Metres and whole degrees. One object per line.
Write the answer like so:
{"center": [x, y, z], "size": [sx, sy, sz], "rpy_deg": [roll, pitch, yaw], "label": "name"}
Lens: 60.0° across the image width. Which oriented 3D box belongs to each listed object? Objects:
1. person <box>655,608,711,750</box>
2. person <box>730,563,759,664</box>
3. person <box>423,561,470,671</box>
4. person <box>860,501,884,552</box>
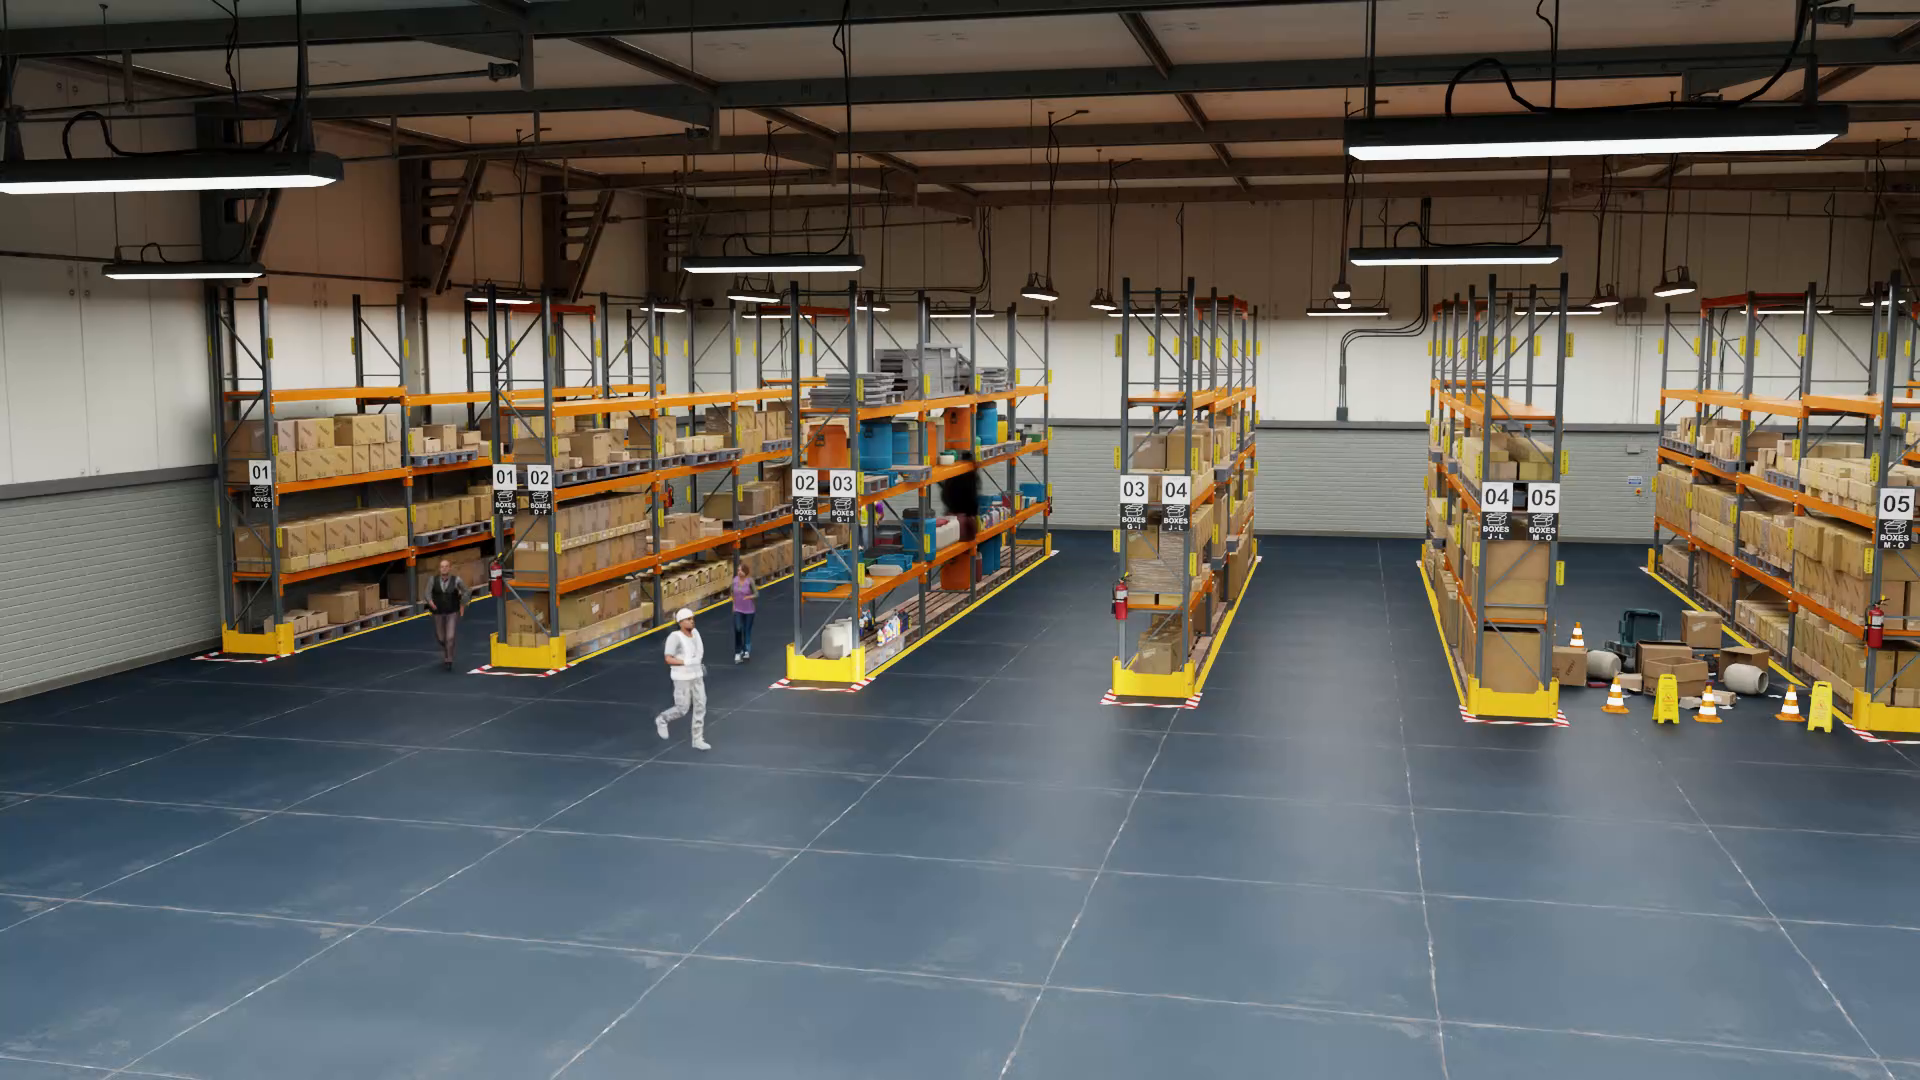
{"center": [-3.461, 1.728, 20.861], "size": [0.847, 1.759, 0.699], "rpy_deg": [4, 8, 32], "label": "person"}
{"center": [-3.446, 1.186, 26.538], "size": [0.507, 1.611, 0.684], "rpy_deg": [0, 7, 3], "label": "person"}
{"center": [-8.097, 1.169, 26.219], "size": [0.698, 1.711, 0.730], "rpy_deg": [-1, 7, -8], "label": "person"}
{"center": [-2.125, -0.324, 38.932], "size": [0.686, 1.722, 0.589], "rpy_deg": [1, 7, 11], "label": "person"}
